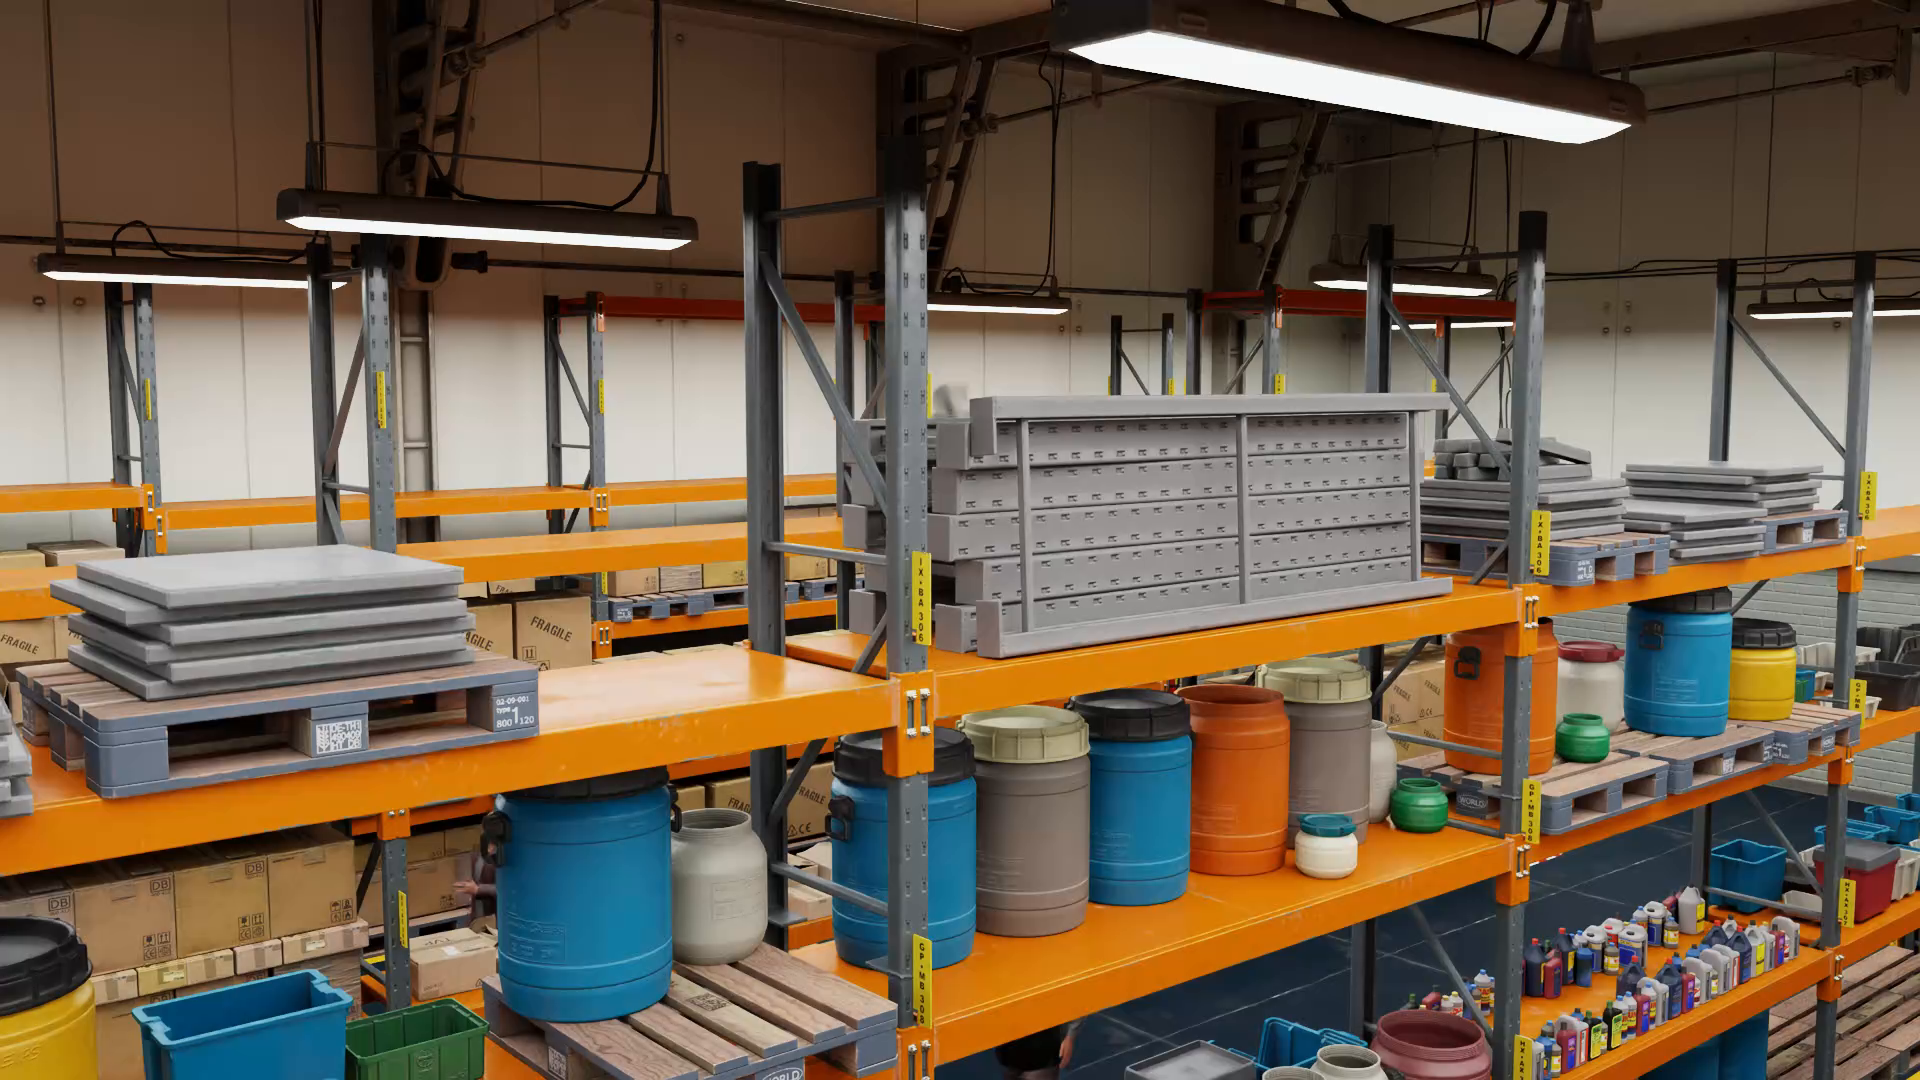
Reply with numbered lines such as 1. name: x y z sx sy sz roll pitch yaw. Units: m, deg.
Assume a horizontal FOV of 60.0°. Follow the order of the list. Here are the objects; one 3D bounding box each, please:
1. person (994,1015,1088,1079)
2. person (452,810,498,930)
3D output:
1. person: 0.429 3.310 10.454 0.642 1.772 0.803 4 7 39
2. person: -3.618 3.015 13.044 0.678 1.833 0.919 4 7 36
